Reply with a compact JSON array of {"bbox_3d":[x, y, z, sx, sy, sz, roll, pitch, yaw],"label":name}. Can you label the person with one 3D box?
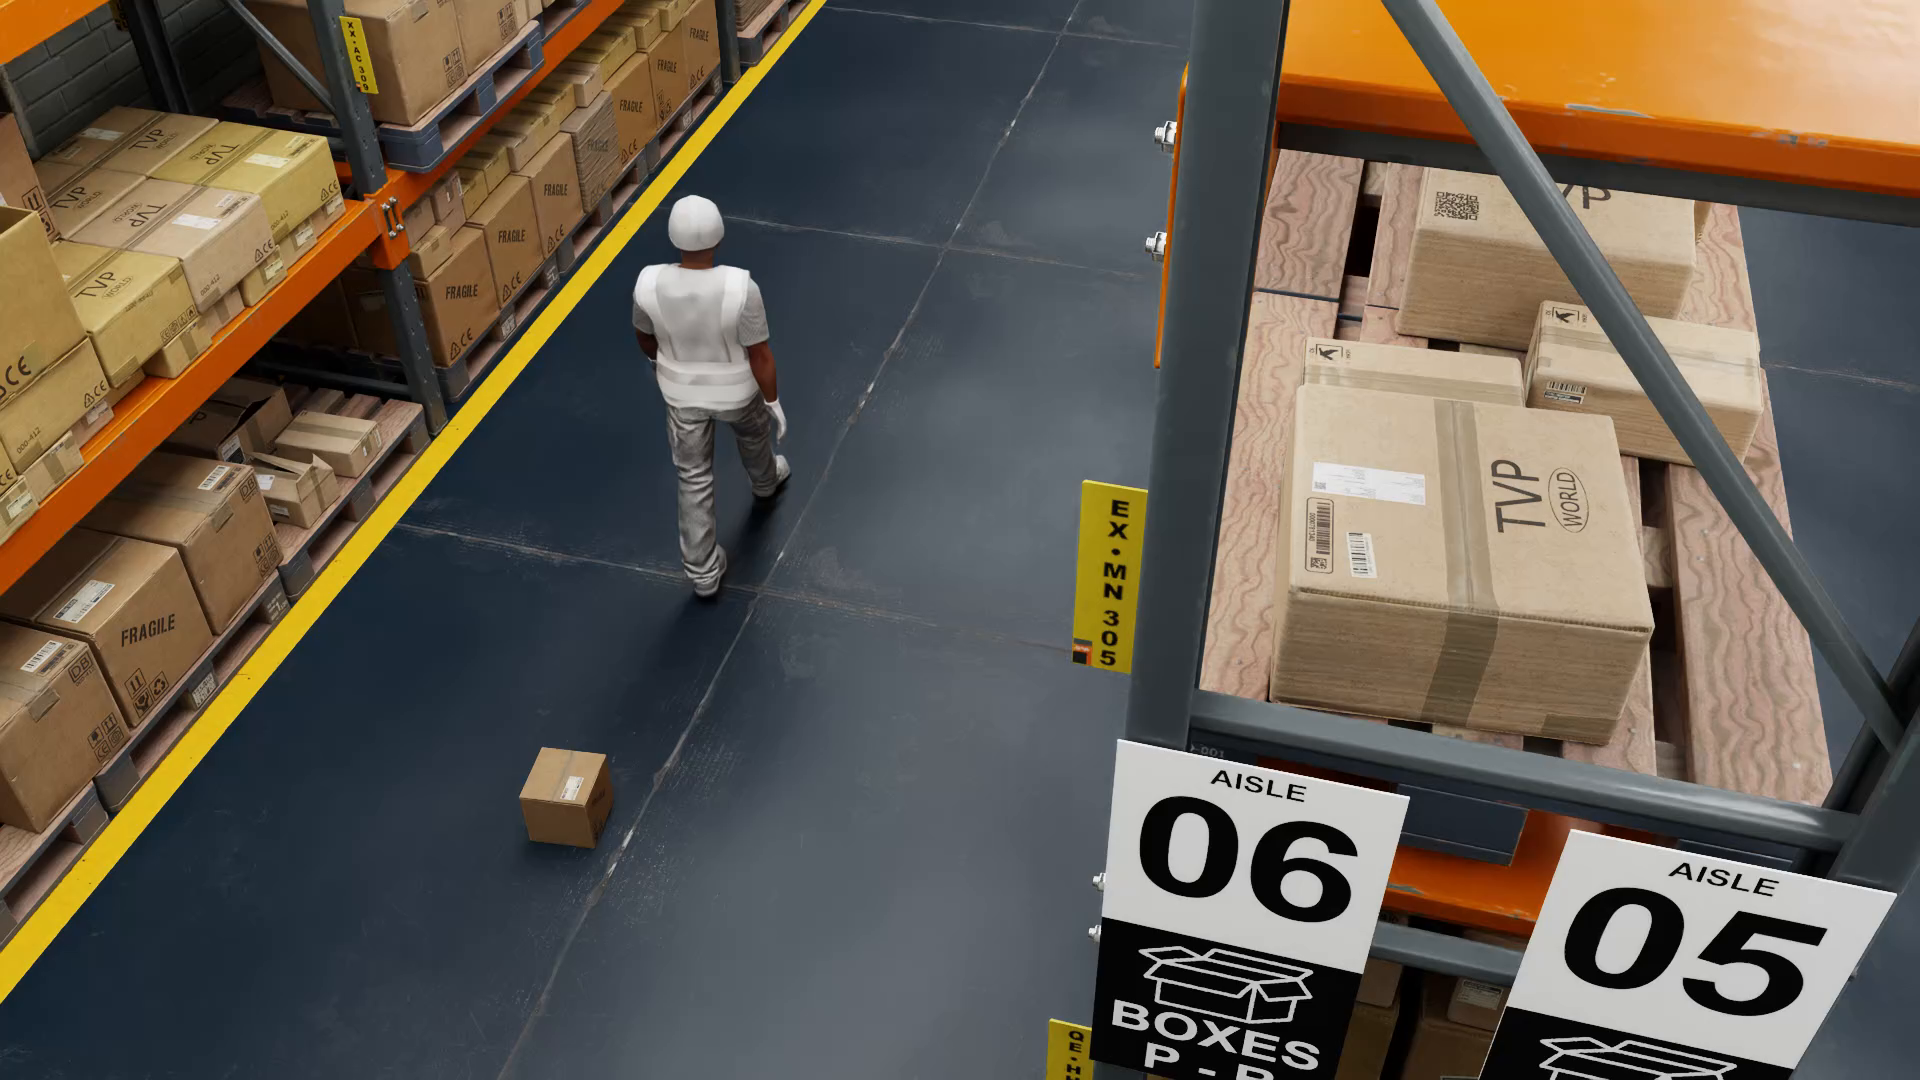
[{"bbox_3d":[-1.019,-0.715,6.945,0.604,1.735,0.970,-1,41,-1],"label":"person"}]
